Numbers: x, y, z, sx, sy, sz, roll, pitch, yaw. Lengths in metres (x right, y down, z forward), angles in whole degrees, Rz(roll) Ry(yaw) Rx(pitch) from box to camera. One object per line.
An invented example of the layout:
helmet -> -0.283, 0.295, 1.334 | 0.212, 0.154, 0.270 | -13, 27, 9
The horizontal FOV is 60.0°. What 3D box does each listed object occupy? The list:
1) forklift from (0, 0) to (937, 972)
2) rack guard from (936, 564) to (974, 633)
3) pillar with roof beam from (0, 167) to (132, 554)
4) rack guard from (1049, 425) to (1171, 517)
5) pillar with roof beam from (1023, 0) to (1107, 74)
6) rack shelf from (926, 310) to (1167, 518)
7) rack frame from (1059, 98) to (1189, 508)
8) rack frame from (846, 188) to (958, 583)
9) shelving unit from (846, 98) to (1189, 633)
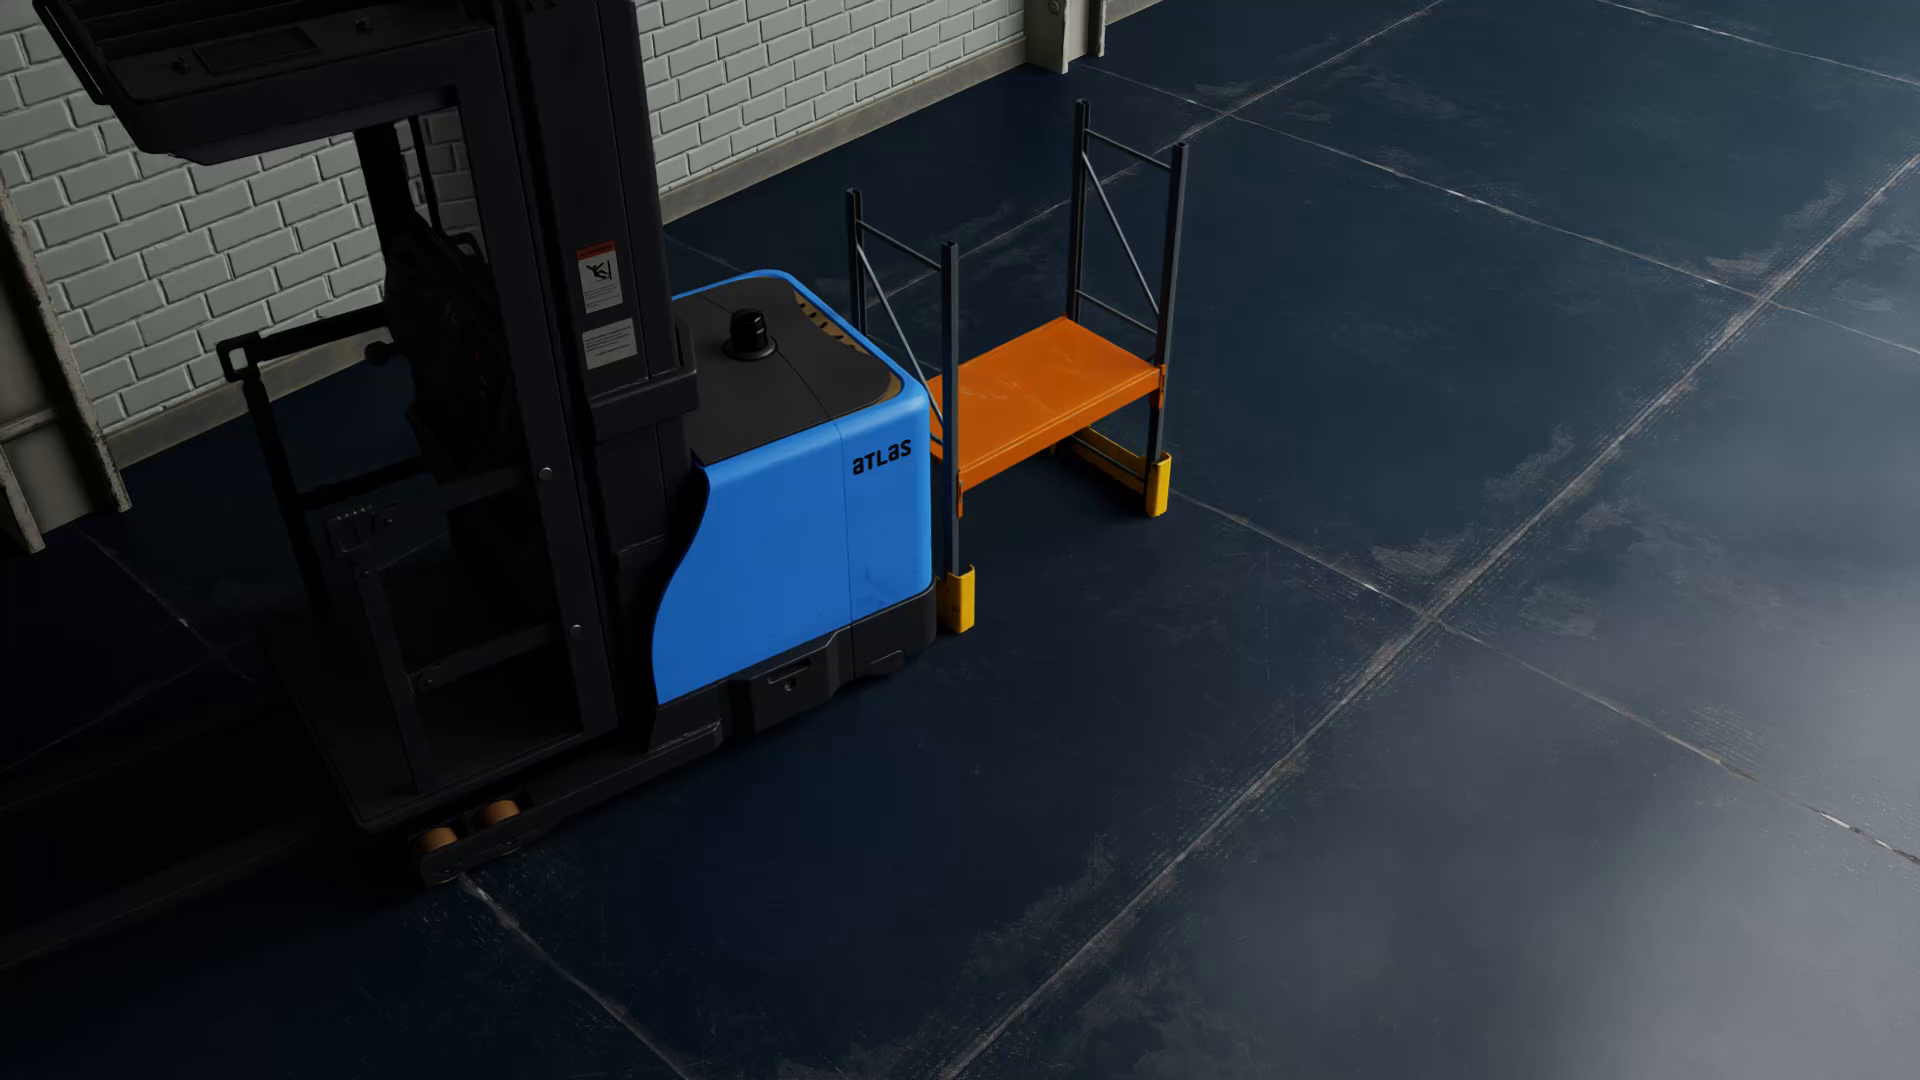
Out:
forklift -> -1.588, -0.501, 4.525 | 3.031, 2.935, 1.130 | -23, 44, -26
rack guard -> -0.168, 0.080, 5.948 | 0.087, 0.250, 0.587 | -29, 47, -31
pillar with roof beam -> -0.258, -1.816, 1.304 | 9.100, 9.000, 0.400 | 30, 47, 32
rack guard -> 0.576, -0.332, 6.467 | 0.087, 0.250, 0.587 | -29, 47, -31
pillar with roof beam -> 3.790, -4.572, 4.770 | 9.100, 9.000, 0.400 | 30, 47, 32
rack shelf -> 0.197, -0.471, 5.926 | 1.000, 0.185, 0.538 | -29, 47, -31
rack frame -> 0.577, -0.822, 6.079 | 0.032, 1.500, 0.500 | -29, 47, -31
rack frame -> -0.182, -0.401, 5.549 | 0.032, 1.500, 0.500 | -29, 47, -31
shelving unit -> 0.204, -0.615, 5.819 | 1.083, 1.500, 0.587 | -29, 47, -31
